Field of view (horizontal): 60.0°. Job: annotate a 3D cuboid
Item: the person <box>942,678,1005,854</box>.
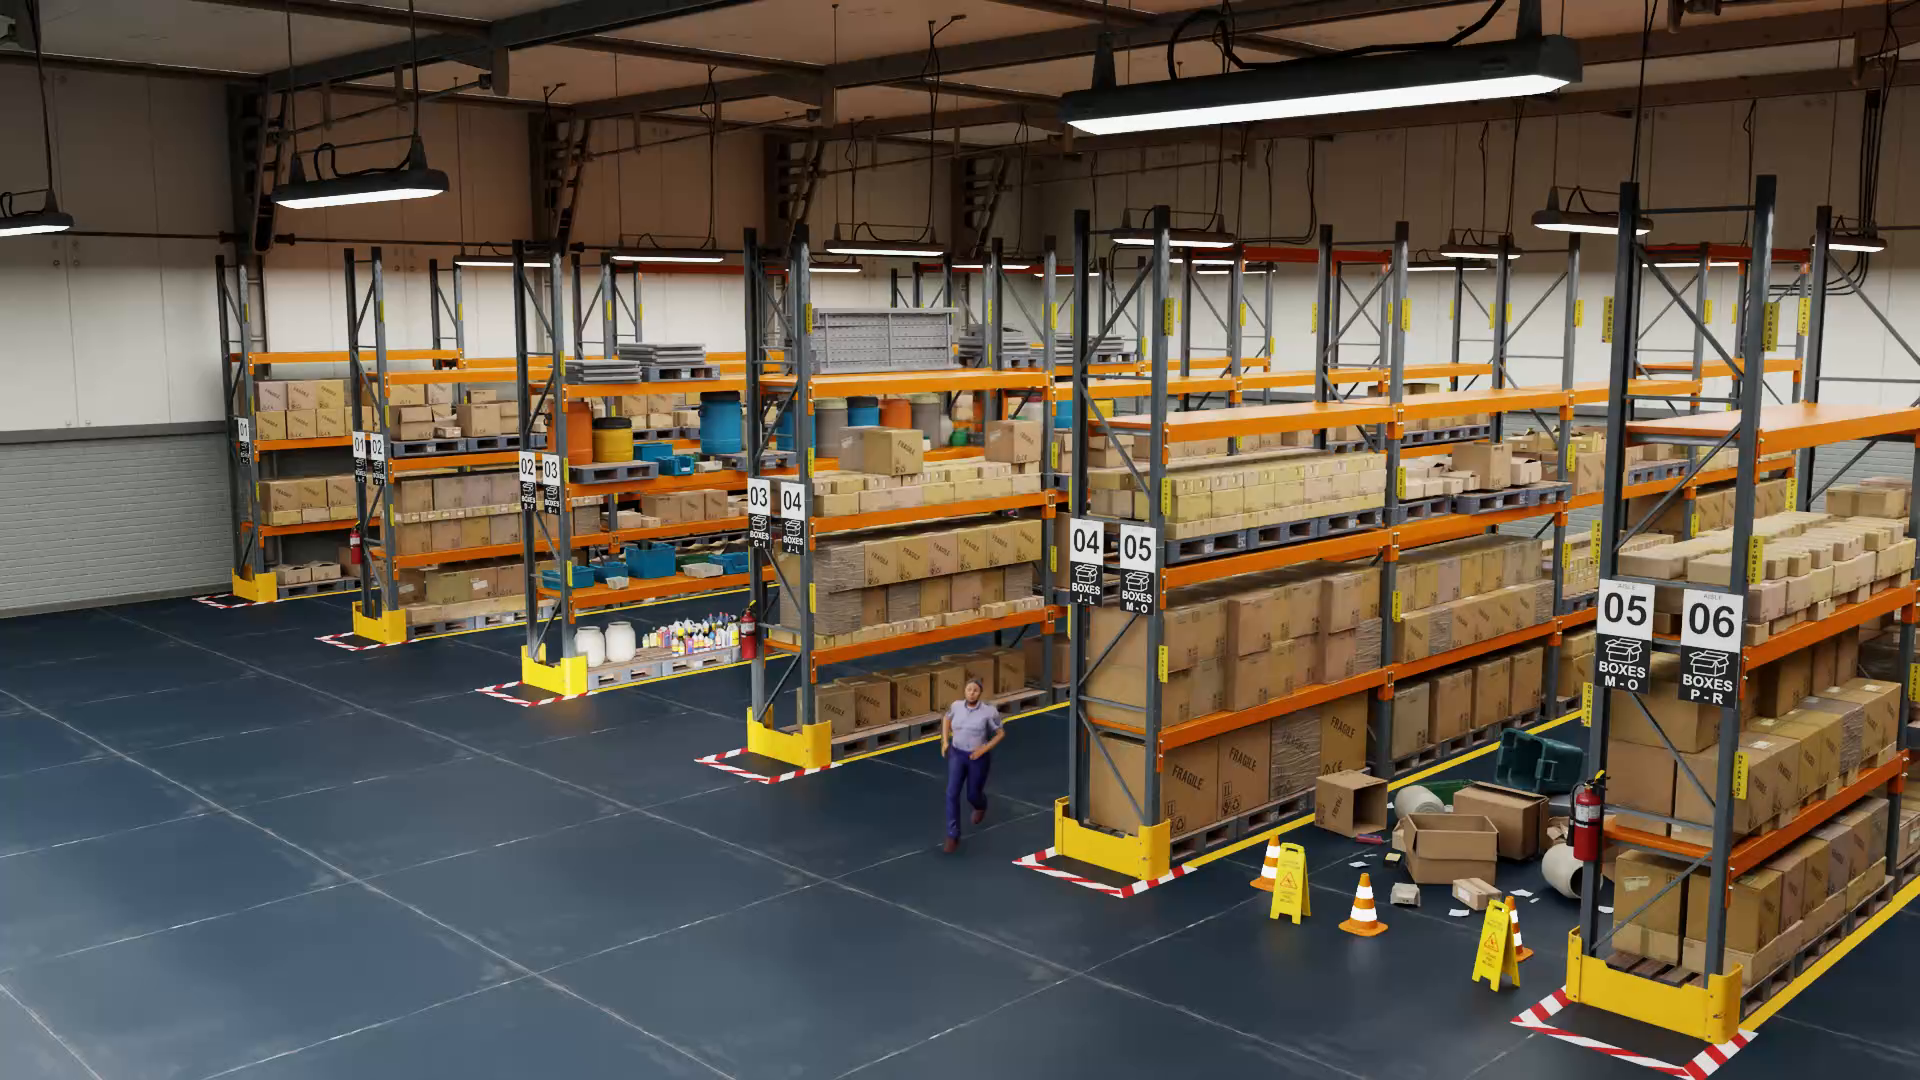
[{"bbox_3d":[0.118,2.131,16.032,0.651,1.620,0.886,2,8,15],"label":"person"}]
